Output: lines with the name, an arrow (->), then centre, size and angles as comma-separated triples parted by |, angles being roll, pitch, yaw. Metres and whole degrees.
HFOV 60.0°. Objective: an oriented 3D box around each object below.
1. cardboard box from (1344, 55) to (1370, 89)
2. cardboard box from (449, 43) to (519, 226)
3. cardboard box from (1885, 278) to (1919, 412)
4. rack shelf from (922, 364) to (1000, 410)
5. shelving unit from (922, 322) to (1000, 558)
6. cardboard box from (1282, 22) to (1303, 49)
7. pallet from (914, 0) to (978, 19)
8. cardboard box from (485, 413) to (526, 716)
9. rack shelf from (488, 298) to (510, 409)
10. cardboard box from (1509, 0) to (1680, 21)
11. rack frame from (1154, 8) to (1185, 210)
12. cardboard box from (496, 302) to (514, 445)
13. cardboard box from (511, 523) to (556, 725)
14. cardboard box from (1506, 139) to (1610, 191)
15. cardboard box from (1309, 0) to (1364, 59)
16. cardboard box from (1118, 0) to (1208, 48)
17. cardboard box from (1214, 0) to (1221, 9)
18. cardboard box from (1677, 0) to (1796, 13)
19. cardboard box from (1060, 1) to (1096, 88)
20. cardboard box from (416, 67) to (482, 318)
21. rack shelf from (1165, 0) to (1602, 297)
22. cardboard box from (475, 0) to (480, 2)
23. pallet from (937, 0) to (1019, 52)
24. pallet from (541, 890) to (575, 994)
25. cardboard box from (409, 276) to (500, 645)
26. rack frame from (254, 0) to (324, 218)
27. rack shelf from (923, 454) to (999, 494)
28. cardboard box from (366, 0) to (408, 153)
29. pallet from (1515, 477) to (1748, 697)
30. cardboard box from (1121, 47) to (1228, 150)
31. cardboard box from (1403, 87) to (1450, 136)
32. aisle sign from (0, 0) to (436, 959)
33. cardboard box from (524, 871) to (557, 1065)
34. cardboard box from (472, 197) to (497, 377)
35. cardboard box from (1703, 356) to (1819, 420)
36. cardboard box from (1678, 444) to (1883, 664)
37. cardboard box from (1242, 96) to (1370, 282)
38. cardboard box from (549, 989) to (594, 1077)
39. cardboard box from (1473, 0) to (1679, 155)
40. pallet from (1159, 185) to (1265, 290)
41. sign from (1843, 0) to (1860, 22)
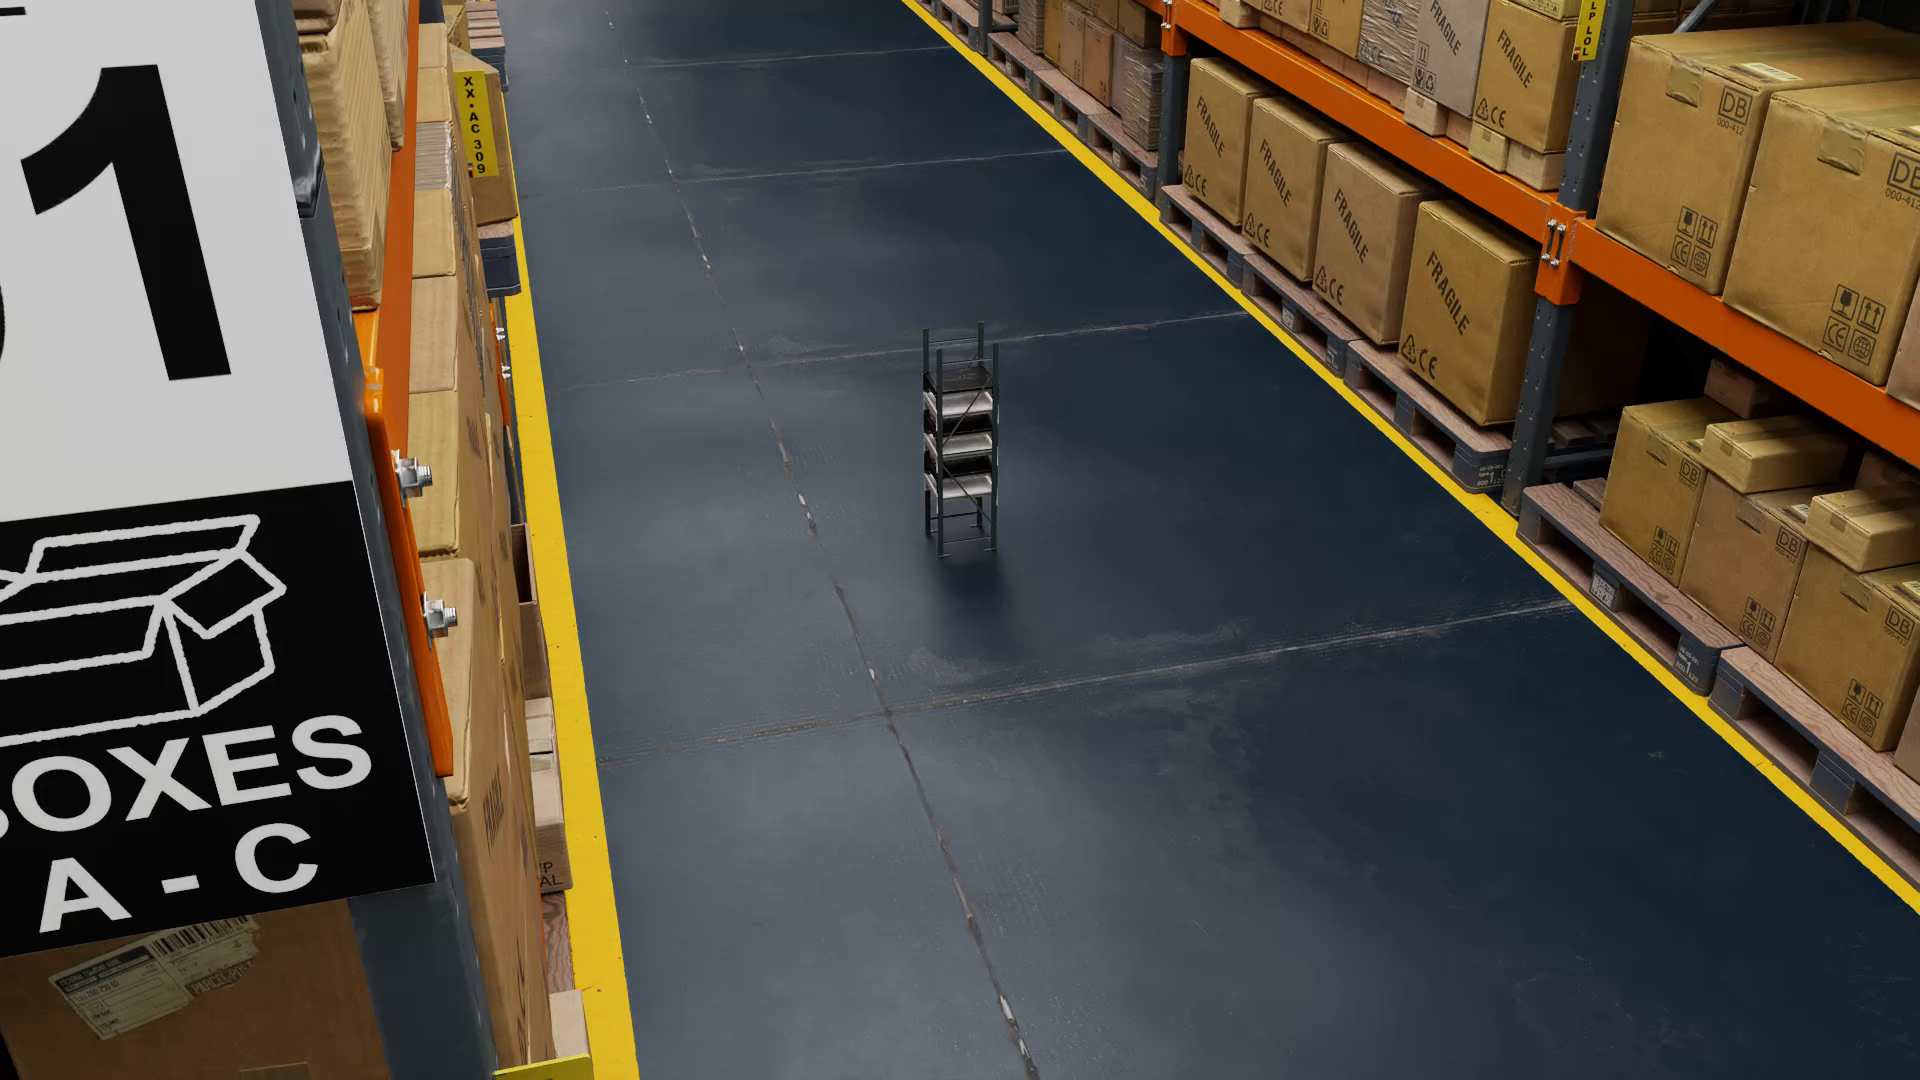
cardboard box -> 2.052, -2.256, 7.883 | 0.380, 0.149, 0.250 | -7, 31, -12
cardboard box -> -1.916, -1.304, 5.489 | 0.700, 0.500, 0.500 | -19, 35, -30
cardboard box -> 3.289, -0.643, 4.567 | 0.980, 0.700, 0.700 | -9, 31, -16
rack shelf -> 0.002, -0.590, 6.399 | 0.258, 0.077, 0.200 | -8, 31, -13
shelving unit -> 0.002, -0.386, 6.518 | 0.258, 0.900, 0.210 | -8, 31, -13
cardboard box -> 1.882, -2.631, 8.532 | 0.380, 0.149, 0.250 | -7, 31, -12
pallet -> 0.106, -5.048, 15.260 | 1.003, 0.211, 1.213 | -8, 31, -13
cardboard box -> -1.211, 0.086, 3.507 | 0.500, 0.500, 0.500 | -7, 31, -13
rack shelf -> -2.536, -1.475, 7.022 | 1.077, 0.370, 4.000 | -8, 31, -13
cardboard box -> 2.399, -2.178, 6.353 | 0.500, 0.250, 0.500 | -7, 31, -12
rack frame -> 1.708, -3.413, 9.652 | 1.000, 3.000, 0.127 | -8, 31, -13
cardboard box -> -2.177, -0.693, 7.010 | 0.500, 0.500, 0.500 | -7, 31, -13
cardboard box -> -1.581, 0.309, 5.279 | 0.500, 0.500, 0.500 | -8, 31, -13
cardboard box -> 2.407, -1.506, 6.589 | 0.380, 0.149, 0.250 | -8, 31, -13
cardboard box -> 1.996, -2.580, 7.797 | 0.500, 0.500, 0.500 | -7, 31, -12
cardboard box -> 1.376, -3.470, 11.059 | 0.500, 0.250, 0.500 | -7, 31, -12
cardboard box -> 1.630, -3.000, 9.169 | 0.380, 0.149, 0.250 | -7, 31, -13
cardboard box -> 2.899, -2.243, 6.465 | 0.500, 0.250, 0.500 | -7, 31, -12
cardboard box -> 1.140, -3.605, 12.040 | 0.700, 0.500, 0.500 | -8, 31, -13
cardboard box -> -1.483, -0.839, 4.108 | 0.500, 0.500, 0.500 | -8, 31, -14
rack shelf -> 2.239, -2.135, 8.163 | 1.077, 0.370, 4.000 | -8, 31, -13
cardboard box -> -3.950, -4.266, 12.703 | 0.500, 0.500, 0.500 | -8, 31, -13
pallet -> 0.434, -4.457, 14.240 | 1.003, 0.211, 1.213 | -8, 31, -13
pallet -> -1.497, 1.309, 4.278 | 1.003, 0.211, 1.213 | -8, 31, -13
cardboard box -> -1.081, -0.108, 2.844 | 0.500, 0.500, 0.500 | -7, 31, -13
rack frame -> -0.944, -1.485, 0.332 | 1.000, 3.000, 0.127 | -8, 31, -13
rack shelf -> 0.002, -0.279, 6.580 | 0.258, 0.077, 0.200 | -8, 31, -13
cardboard box -> -0.955, -0.647, 2.029 | 0.500, 0.250, 0.500 | -8, 31, -13
pallet -> 2.896, 0.104, 6.360 | 1.003, 0.211, 1.213 | -8, 31, -13
cardboard box -> 1.466, -2.862, 10.756 | 0.700, 0.500, 0.500 | -7, 31, -13
cardboard box -> 2.165, -1.876, 7.228 | 0.380, 0.149, 0.250 | -8, 31, -13
aisle sign -> -0.643, -0.020, 1.194 | 0.394, 0.787, 0.004 | -8, 31, -13
cardboard box -> -0.807, 0.819, 2.241 | 0.500, 0.500, 0.500 | -7, 31, -12
cardboard box -> -1.625, -0.656, 4.790 | 0.500, 0.500, 0.500 | -7, 31, -12
cardboard box -> 3.022, -0.583, 6.191 | 0.380, 0.149, 0.250 | -8, 31, -14
cardboard box -> 2.999, 0.037, 5.767 | 0.700, 0.500, 0.500 | -8, 31, -14
cardboard box -> 2.003, -1.867, 8.709 | 0.750, 0.750, 0.750 | -8, 31, -14
cardboard box -> -1.080, 1.328, 3.767 | 0.500, 0.250, 0.500 | -8, 31, -13
cardboard box -> 2.404, -1.851, 6.537 | 0.500, 0.500, 0.500 | -8, 31, -14
pallet -> 1.844, -1.815, 9.675 | 1.003, 0.211, 1.213 | -8, 31, -13
sign -> 3.304, -1.964, 6.206 | 0.100, 0.325, 0.005 | -8, 31, -13
